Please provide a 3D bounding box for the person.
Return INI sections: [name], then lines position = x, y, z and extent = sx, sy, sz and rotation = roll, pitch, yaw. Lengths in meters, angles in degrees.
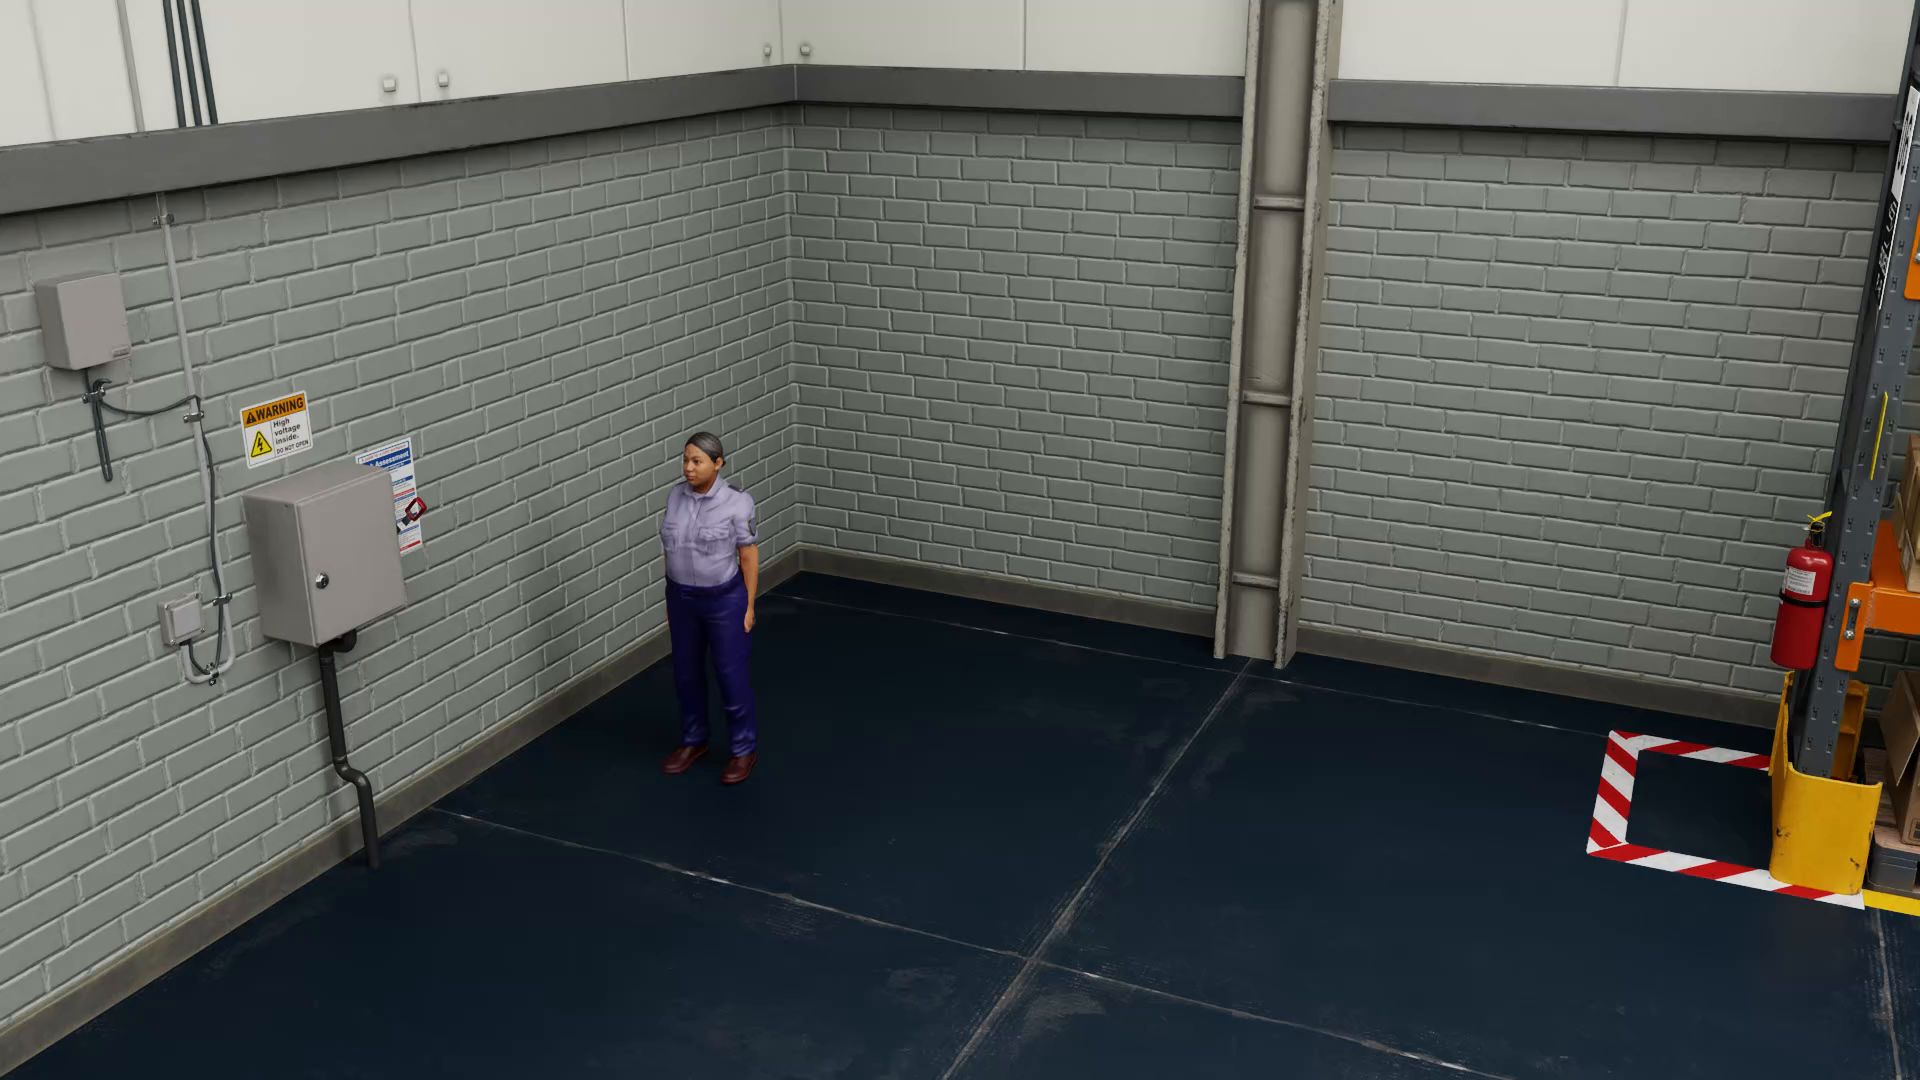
[person]
position = -1.167, 0.307, 7.709
extent = 0.471, 1.656, 0.344
rotation = 7, 20, 19
